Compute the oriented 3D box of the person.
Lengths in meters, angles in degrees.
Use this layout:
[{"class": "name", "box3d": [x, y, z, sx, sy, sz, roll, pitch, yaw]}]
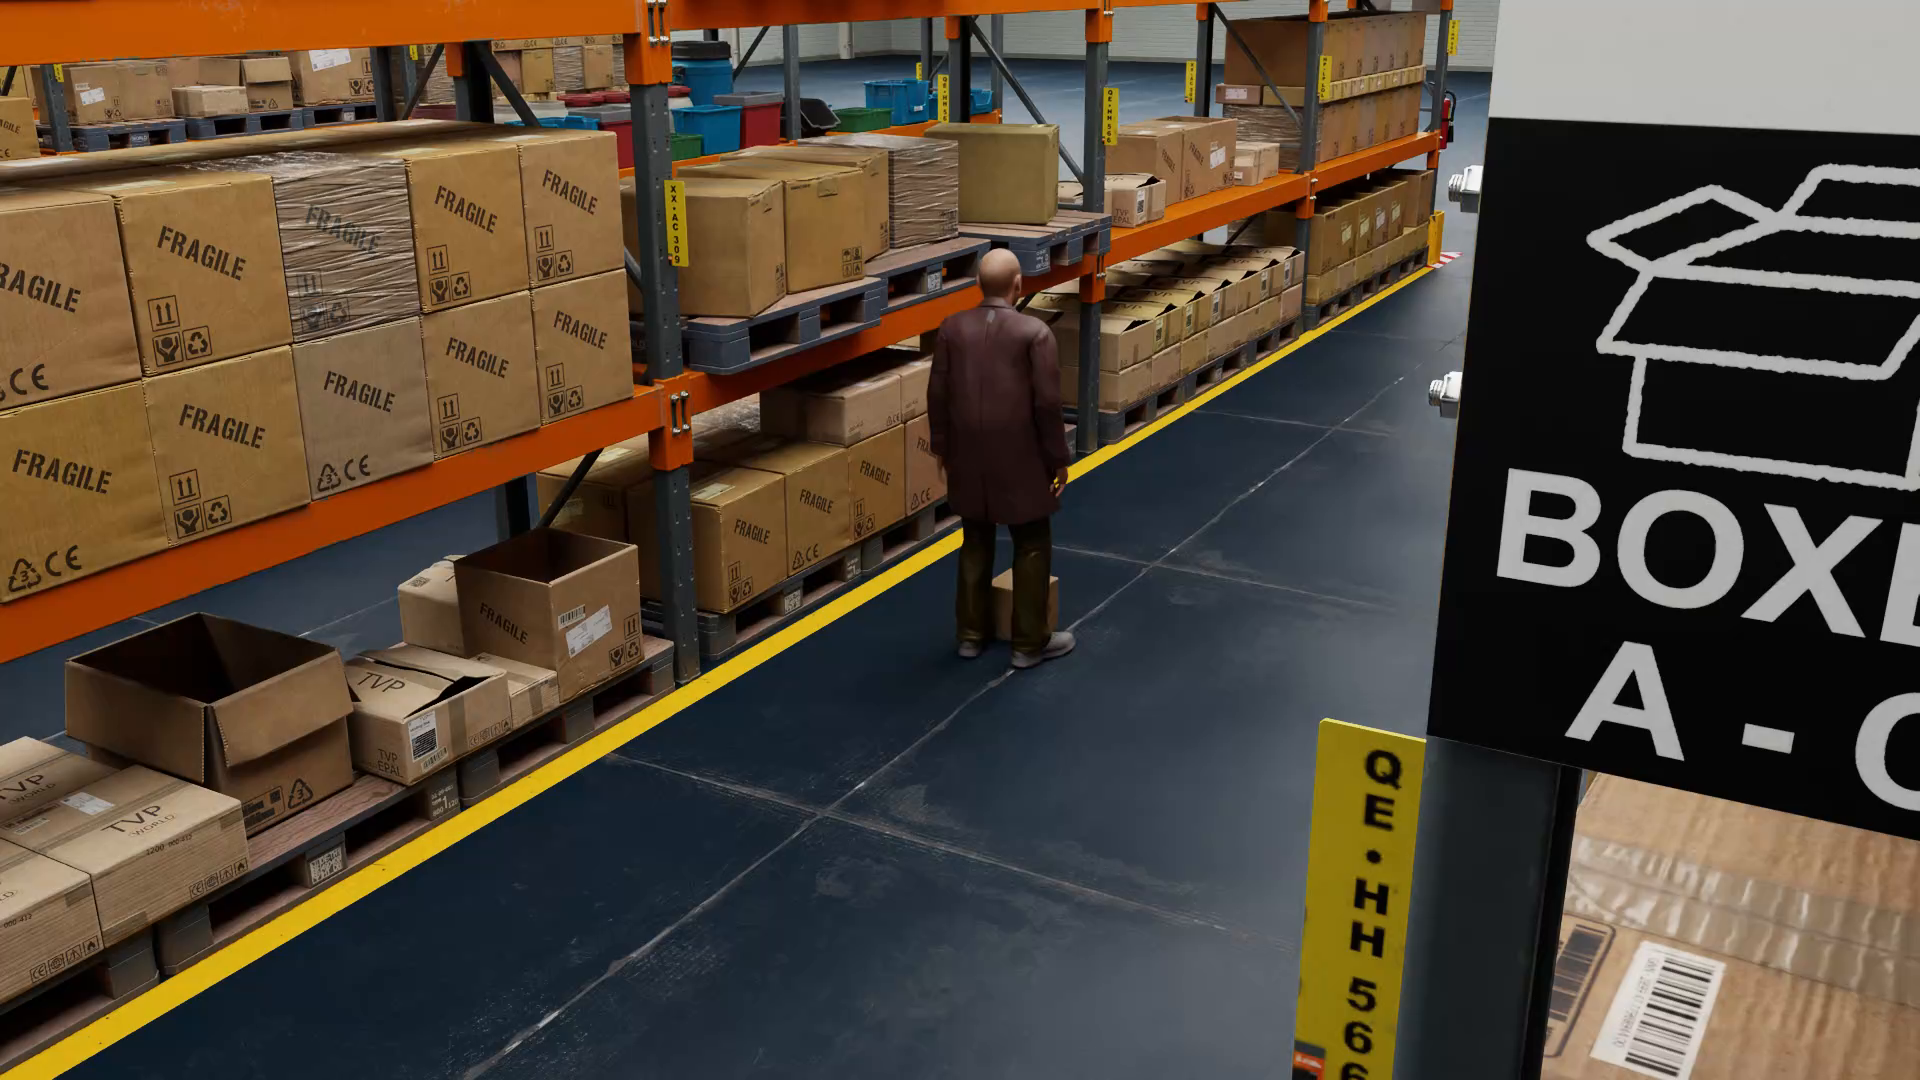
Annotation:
[{"class": "person", "box3d": [0.170, -0.345, 7.088, 0.644, 1.772, 0.433, 9, 21, 25]}]
